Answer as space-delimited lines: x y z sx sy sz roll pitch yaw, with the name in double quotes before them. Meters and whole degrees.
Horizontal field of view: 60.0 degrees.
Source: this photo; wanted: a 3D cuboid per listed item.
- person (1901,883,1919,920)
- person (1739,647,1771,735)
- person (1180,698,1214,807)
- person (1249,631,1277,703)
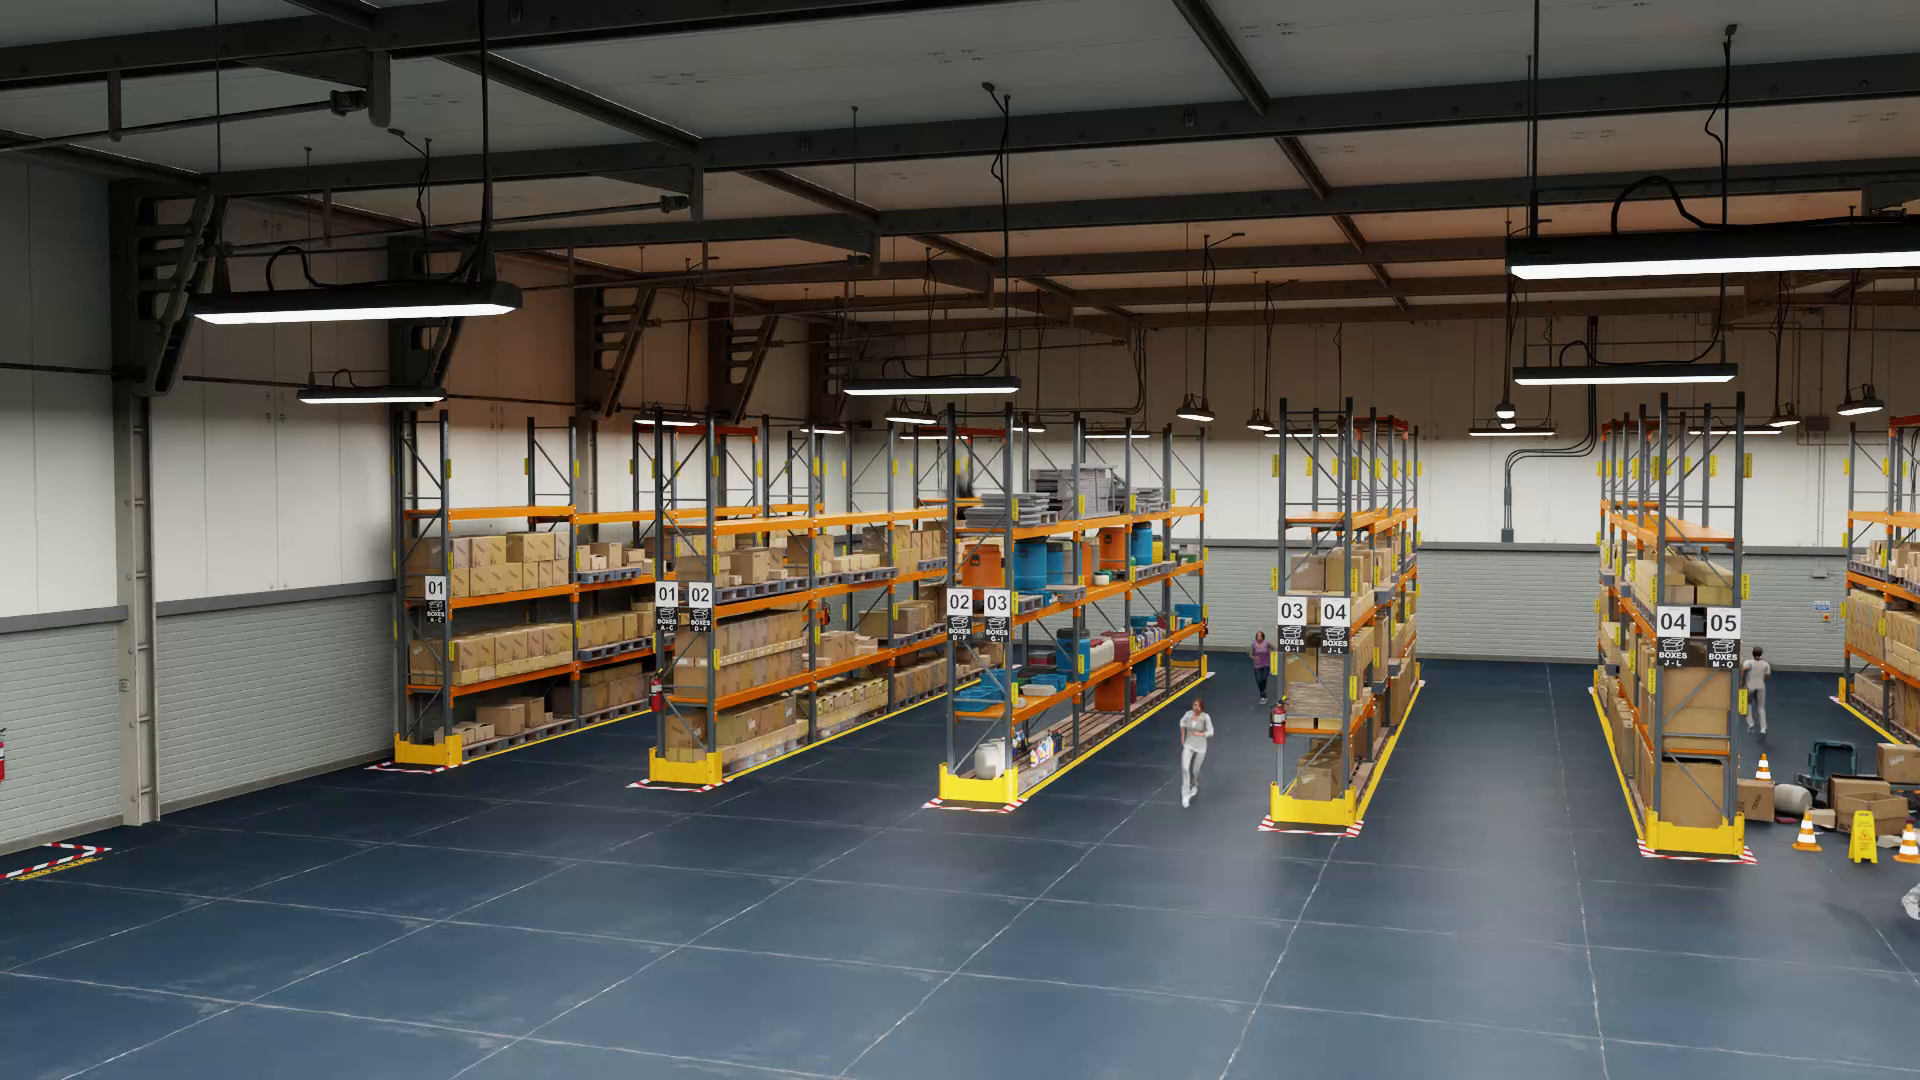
"person" 10.692 3.404 17.911 0.728 1.729 1.055 -1 3 -31
"person" 14.841 2.842 31.060 0.570 1.683 0.865 1 3 18
"person" 3.543 3.155 24.888 0.534 1.637 0.764 1 3 17
"person" 6.430 2.708 35.355 0.578 1.547 0.647 1 3 14
